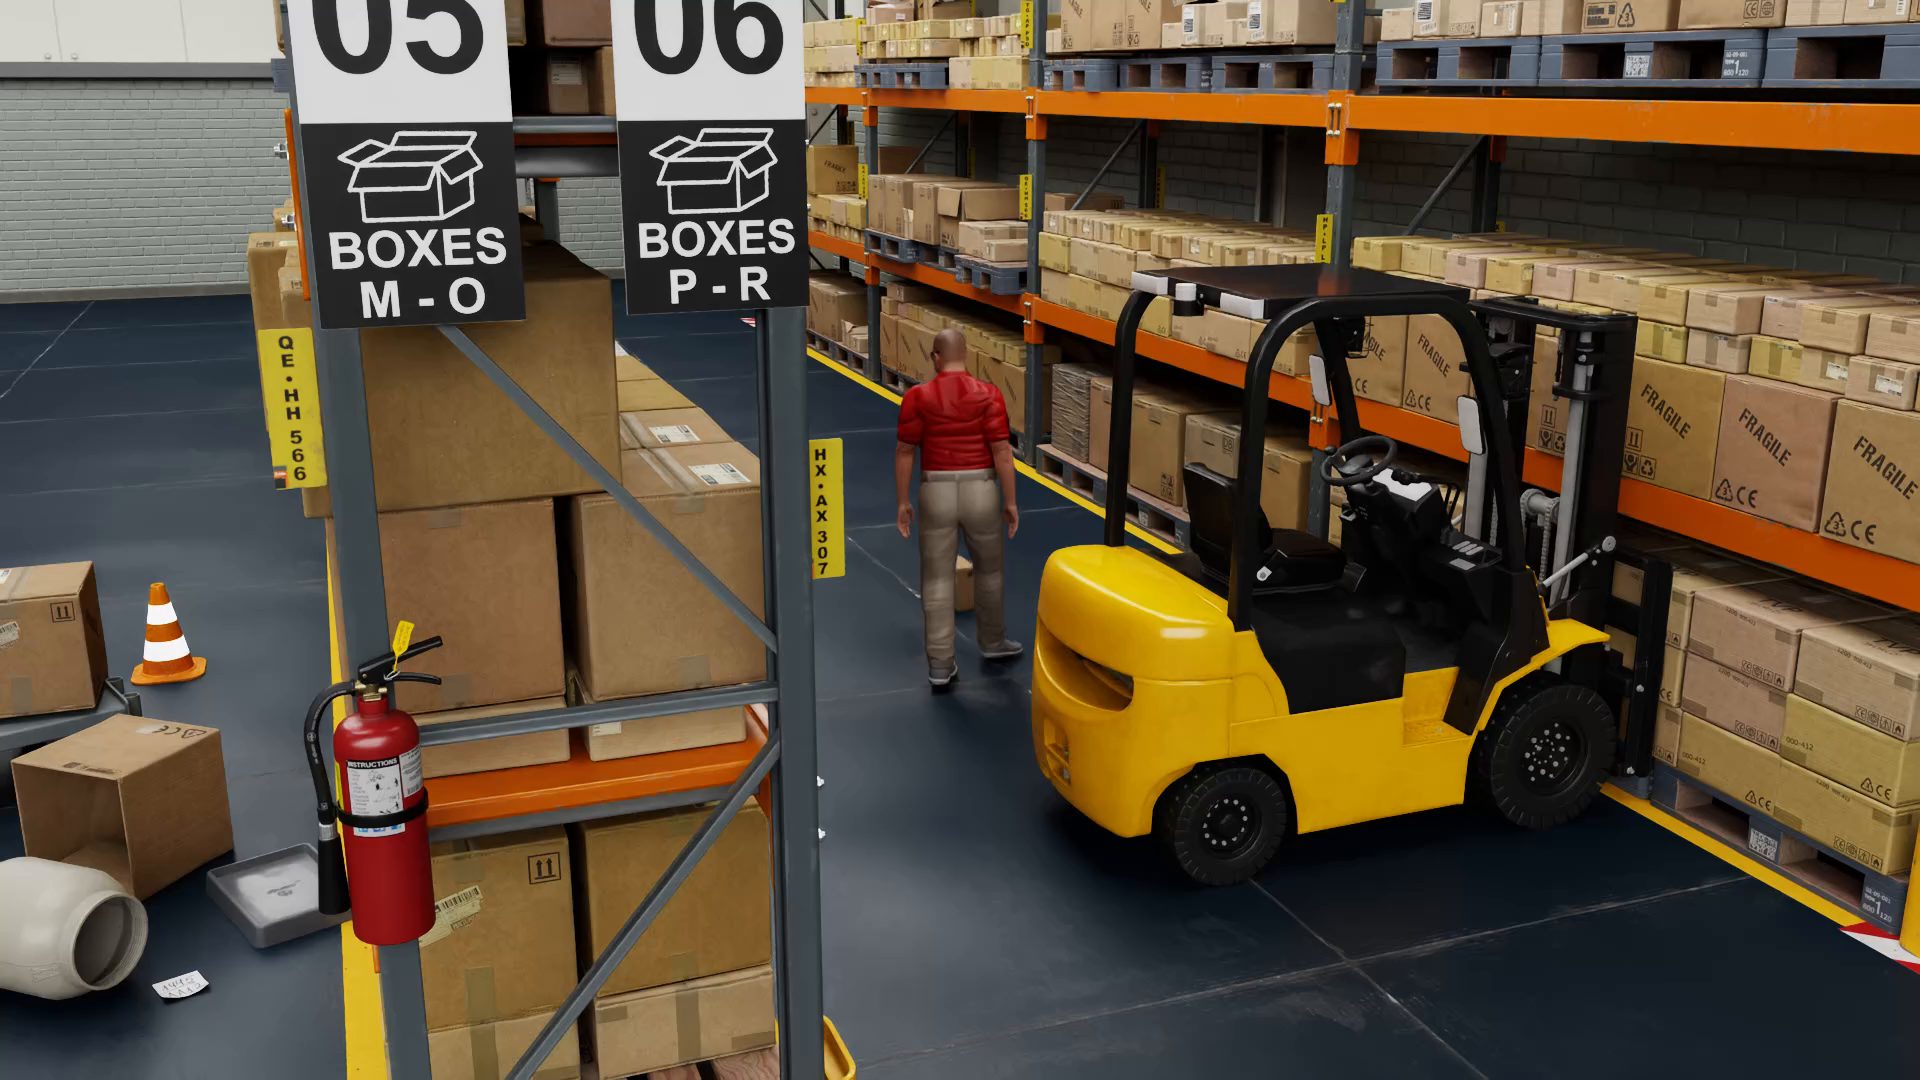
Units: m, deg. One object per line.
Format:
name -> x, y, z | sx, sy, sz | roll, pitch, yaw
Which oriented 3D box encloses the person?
person -> 0.000, -0.168, 8.195 | 0.639, 1.735, 0.716 | 0, 15, 2
